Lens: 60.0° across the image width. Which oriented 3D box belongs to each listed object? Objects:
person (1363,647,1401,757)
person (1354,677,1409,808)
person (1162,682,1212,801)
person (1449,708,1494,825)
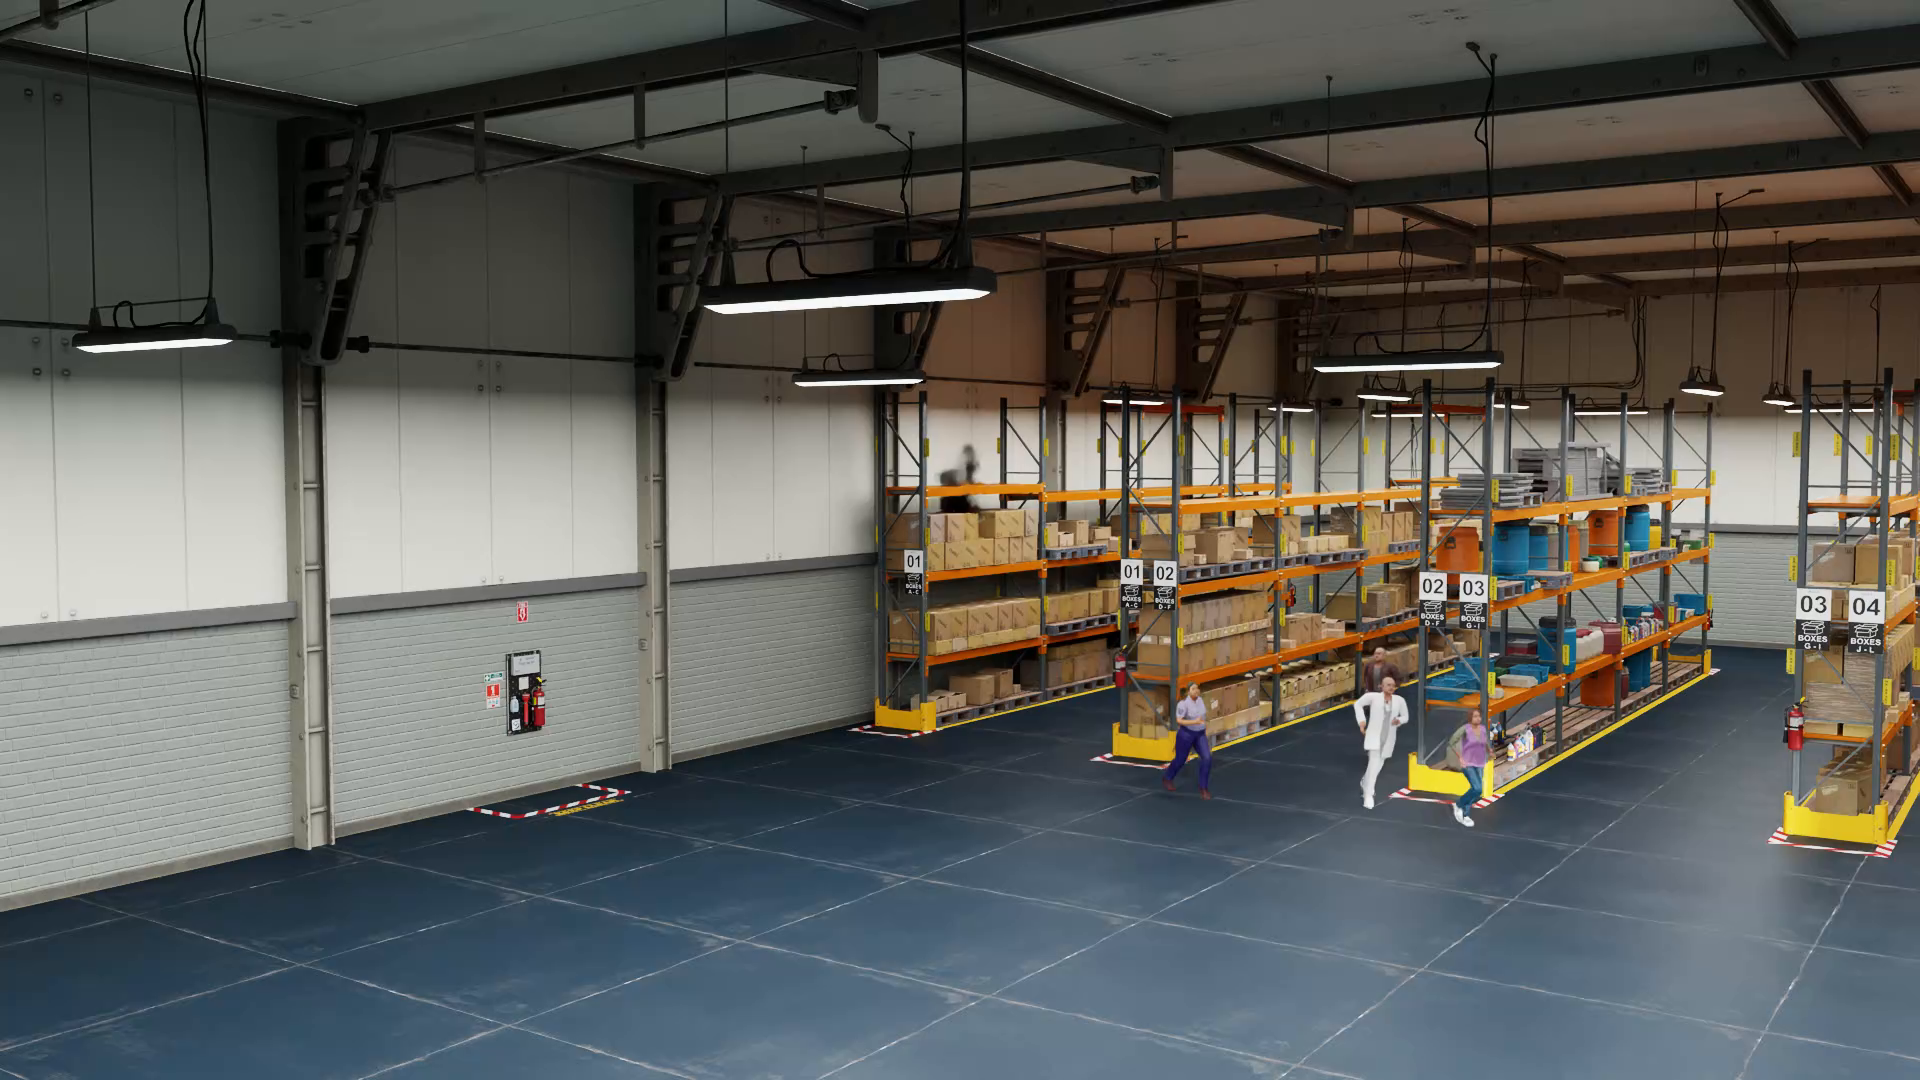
[{"bbox_3d":[6.800,2.640,26.920,0.670,1.821,0.787,2,4,27],"label":"person"},{"bbox_3d":[5.974,2.832,23.509,0.719,1.816,0.878,0,3,-5],"label":"person"},{"bbox_3d":[3.302,2.864,23.878,0.611,1.697,0.882,-2,4,-26],"label":"person"},{"bbox_3d":[6.795,2.998,21.943,0.519,1.566,0.564,-1,3,-21],"label":"person"}]
